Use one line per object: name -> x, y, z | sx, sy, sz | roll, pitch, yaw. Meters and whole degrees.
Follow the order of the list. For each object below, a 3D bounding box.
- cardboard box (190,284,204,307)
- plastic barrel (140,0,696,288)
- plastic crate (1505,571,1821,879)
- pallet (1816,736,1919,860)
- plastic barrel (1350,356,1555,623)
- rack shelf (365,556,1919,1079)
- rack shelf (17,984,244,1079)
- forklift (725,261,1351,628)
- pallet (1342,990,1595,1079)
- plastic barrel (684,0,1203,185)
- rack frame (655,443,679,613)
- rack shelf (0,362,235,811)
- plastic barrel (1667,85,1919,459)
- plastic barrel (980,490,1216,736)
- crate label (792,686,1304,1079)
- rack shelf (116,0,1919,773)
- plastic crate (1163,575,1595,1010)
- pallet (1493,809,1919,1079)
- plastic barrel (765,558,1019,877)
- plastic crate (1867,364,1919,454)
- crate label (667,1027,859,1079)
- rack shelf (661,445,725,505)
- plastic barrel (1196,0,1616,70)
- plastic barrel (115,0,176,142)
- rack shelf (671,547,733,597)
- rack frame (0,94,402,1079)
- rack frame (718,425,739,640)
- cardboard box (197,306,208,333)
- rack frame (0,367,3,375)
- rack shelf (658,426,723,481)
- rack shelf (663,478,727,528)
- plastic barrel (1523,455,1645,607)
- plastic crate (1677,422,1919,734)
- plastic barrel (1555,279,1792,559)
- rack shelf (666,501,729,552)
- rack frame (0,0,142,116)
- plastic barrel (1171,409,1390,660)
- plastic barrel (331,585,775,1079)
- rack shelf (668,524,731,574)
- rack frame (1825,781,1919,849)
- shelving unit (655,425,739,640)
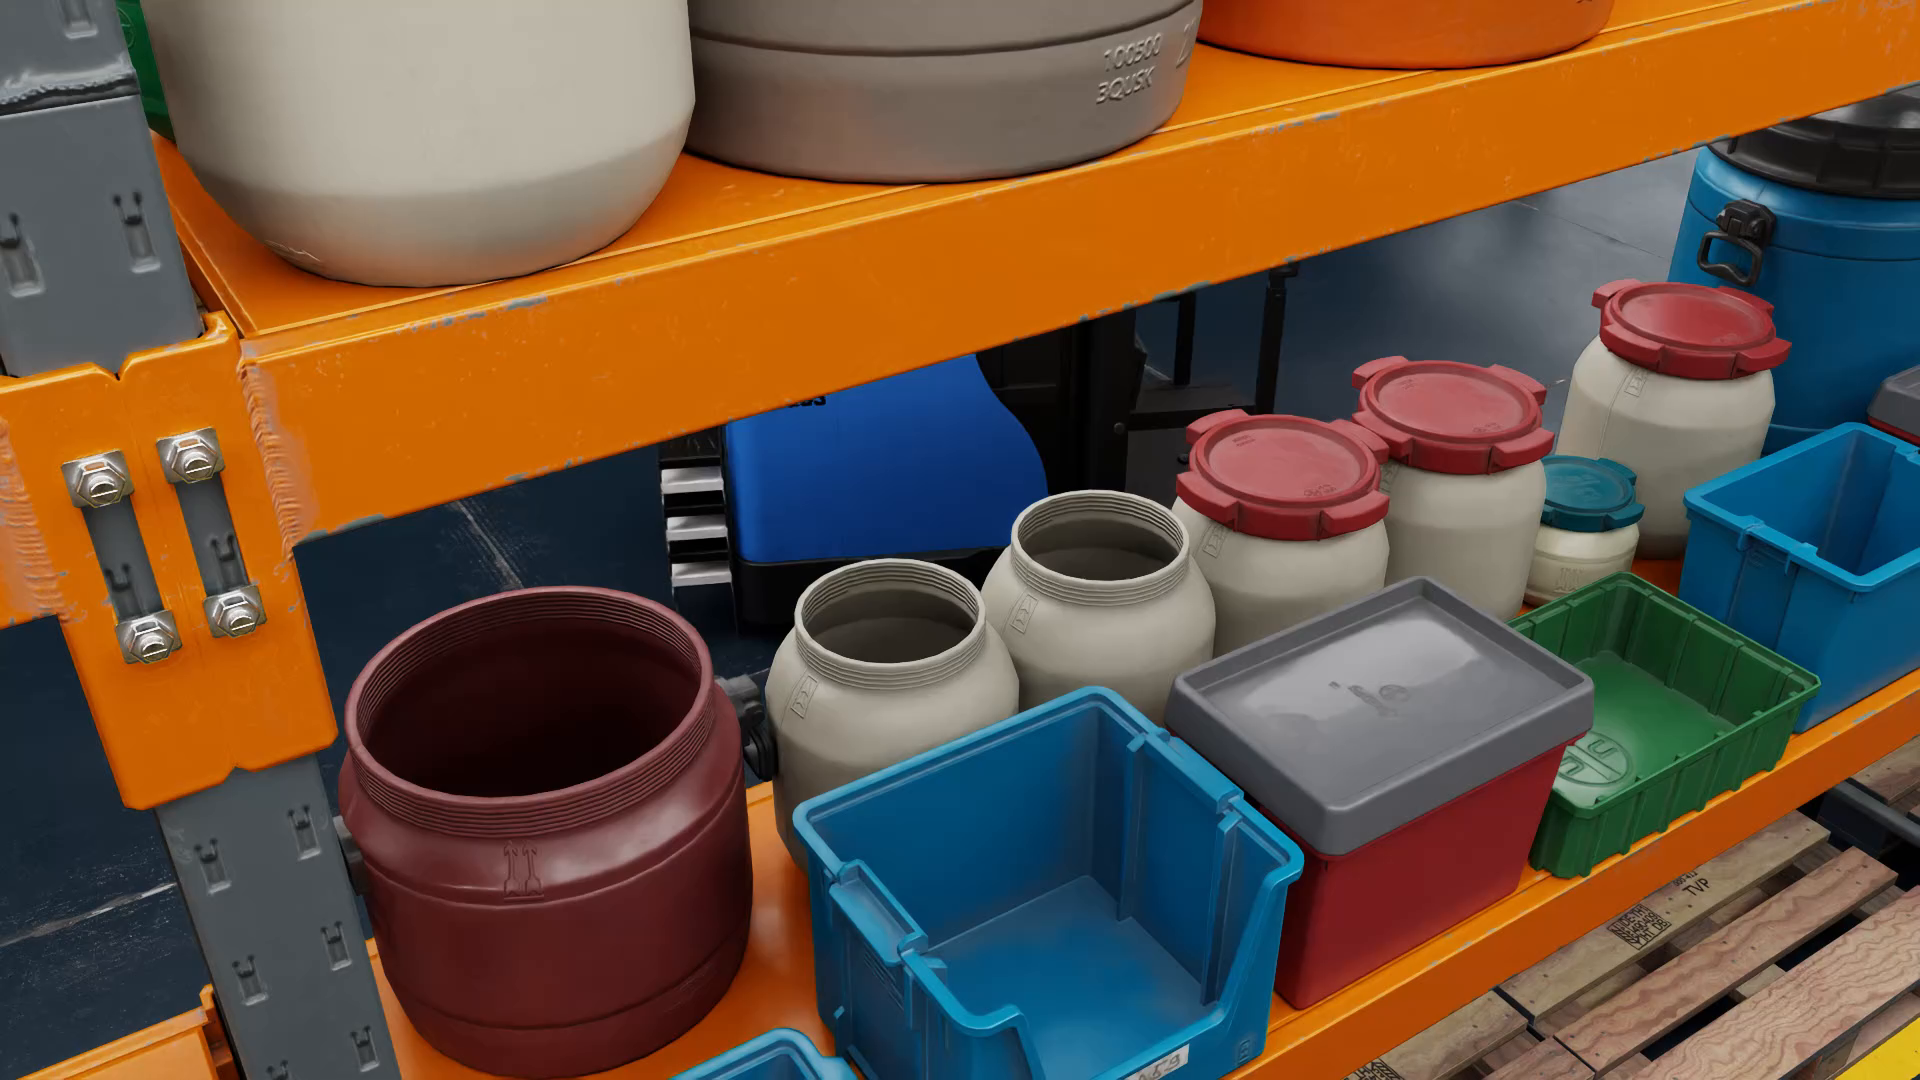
cardboard box -> -2.998, -1.104, 6.417 | 0.500, 0.250, 0.500 | -17, 36, -25
plastic barrel -> -0.434, -0.498, 1.312 | 0.421, 0.512, 0.421 | 0, 32, 0
plastic crate -> 1.190, 0.333, 3.109 | 0.662, 0.188, 0.450 | -19, 37, -27
pallet -> 3.088, 0.618, 5.073 | 1.213, 0.211, 1.003 | -19, 37, -27
plastic barrel -> 0.962, -0.053, 3.396 | 0.433, 0.535, 0.433 | 0, 32, 0
rack shelf -> 0.820, 0.496, 3.326 | 4.000, 0.370, 1.077 | -19, 37, -27
rack shelf -> -2.542, 1.653, 1.493 | 4.000, 0.370, 1.077 | -19, 37, -27
forklift -> 0.677, -1.270, 5.517 | 3.031, 2.935, 1.130 | -4, 32, -7
pallet -> 0.836, 1.392, 3.845 | 1.213, 0.211, 1.003 | -19, 37, -27
plastic barrel -> -0.053, -0.851, 1.506 | 0.600, 0.901, 0.600 | 0, 32, 0
rack frame -> -0.981, -0.087, 5.545 | 0.006, 0.900, 0.240 | -4, 32, -7
rack shelf -> -2.542, 0.384, 0.693 | 4.000, 0.370, 1.077 | -19, 37, -27
plastic barrel -> 2.012, -0.622, 3.955 | 0.708, 0.901, 0.600 | -19, 37, -27
plastic barrel -> 0.242, 0.208, 3.004 | 0.421, 0.512, 0.421 | 0, 32, 0
crate label -> 0.121, 0.589, 2.471 | 0.616, 0.435, 0.502 | -19, 37, -27
rack shelf -> 0.820, -0.772, 2.526 | 4.000, 0.370, 1.077 | -19, 37, -27
plastic crate -> 0.663, 0.413, 2.724 | 0.583, 0.464, 0.402 | -19, 37, -27
pallet -> 1.862, 1.038, 4.407 | 1.213, 0.211, 1.003 | -19, 37, -27
plastic barrel -> -0.112, 0.330, 2.811 | 0.421, 0.512, 0.421 | 0, 32, 0
plastic crate -> 2.260, -0.136, 3.594 | 0.583, 0.464, 0.402 | -19, 37, -27
crate label -> -0.304, 0.887, 2.189 | 0.416, 0.233, 0.303 | -19, 37, -27
rack shelf -> -0.880, -0.219, 5.479 | 0.200, 0.077, 0.258 | -4, 32, -7
plastic barrel -> 0.497, -1.009, 1.825 | 0.708, 0.830, 0.600 | -19, 37, -27
plastic barrel -> -0.681, -0.527, 1.608 | 0.294, 0.245, 0.294 | 0, 32, 0
rack shelf -> -0.880, 0.086, 5.671 | 0.200, 0.077, 0.258 | -4, 32, -7
rack frame -> -0.861, 0.770, 2.218 | 0.127, 3.000, 1.000 | -19, 37, -27
rack frame -> -0.780, -0.102, 5.569 | 0.006, 0.900, 0.240 | -4, 32, -7
cardboard box -> -2.992, -0.782, 6.609 | 0.500, 0.500, 0.700 | -21, 38, -30
rack frame -> -3.544, -1.451, 5.739 | 0.127, 3.000, 1.000 | -19, 37, -27
rack shelf -> -0.880, -0.295, 5.431 | 0.200, 0.077, 0.258 | -4, 32, -7
rack shelf -> -0.880, -0.143, 5.527 | 0.200, 0.077, 0.258 | -4, 32, -7
plastic barrel -> 1.306, -0.014, 3.590 | 0.301, 0.262, 0.301 | 0, 32, 0
plastic crate -> 1.742, 0.079, 3.328 | 0.575, 0.384, 0.392 | -19, 37, -27
plastic barrel -> 1.578, -0.265, 3.732 | 0.433, 0.535, 0.433 | 0, 32, 0
rack shelf -> -0.880, -0.067, 5.575 | 0.200, 0.077, 0.258 | -4, 32, -7
rack frame -> -0.861, -1.767, 0.617 | 0.127, 3.000, 1.000 | -19, 37, -27
plastic barrel -> 0.598, 0.072, 3.197 | 0.433, 0.535, 0.433 | 0, 32, 0
plastic barrel -> -0.635, 0.443, 2.609 | 0.708, 0.536, 0.600 | -19, 37, -27
rack shelf -> -0.880, 0.009, 5.623 | 0.200, 0.077, 0.258 | -4, 32, -7
rack frame -> 2.501, -0.386, 4.051 | 0.127, 3.000, 1.000 | -19, 37, -27
shelving unit -> -0.880, -0.095, 5.557 | 0.210, 0.900, 0.258 | -4, 32, -7
